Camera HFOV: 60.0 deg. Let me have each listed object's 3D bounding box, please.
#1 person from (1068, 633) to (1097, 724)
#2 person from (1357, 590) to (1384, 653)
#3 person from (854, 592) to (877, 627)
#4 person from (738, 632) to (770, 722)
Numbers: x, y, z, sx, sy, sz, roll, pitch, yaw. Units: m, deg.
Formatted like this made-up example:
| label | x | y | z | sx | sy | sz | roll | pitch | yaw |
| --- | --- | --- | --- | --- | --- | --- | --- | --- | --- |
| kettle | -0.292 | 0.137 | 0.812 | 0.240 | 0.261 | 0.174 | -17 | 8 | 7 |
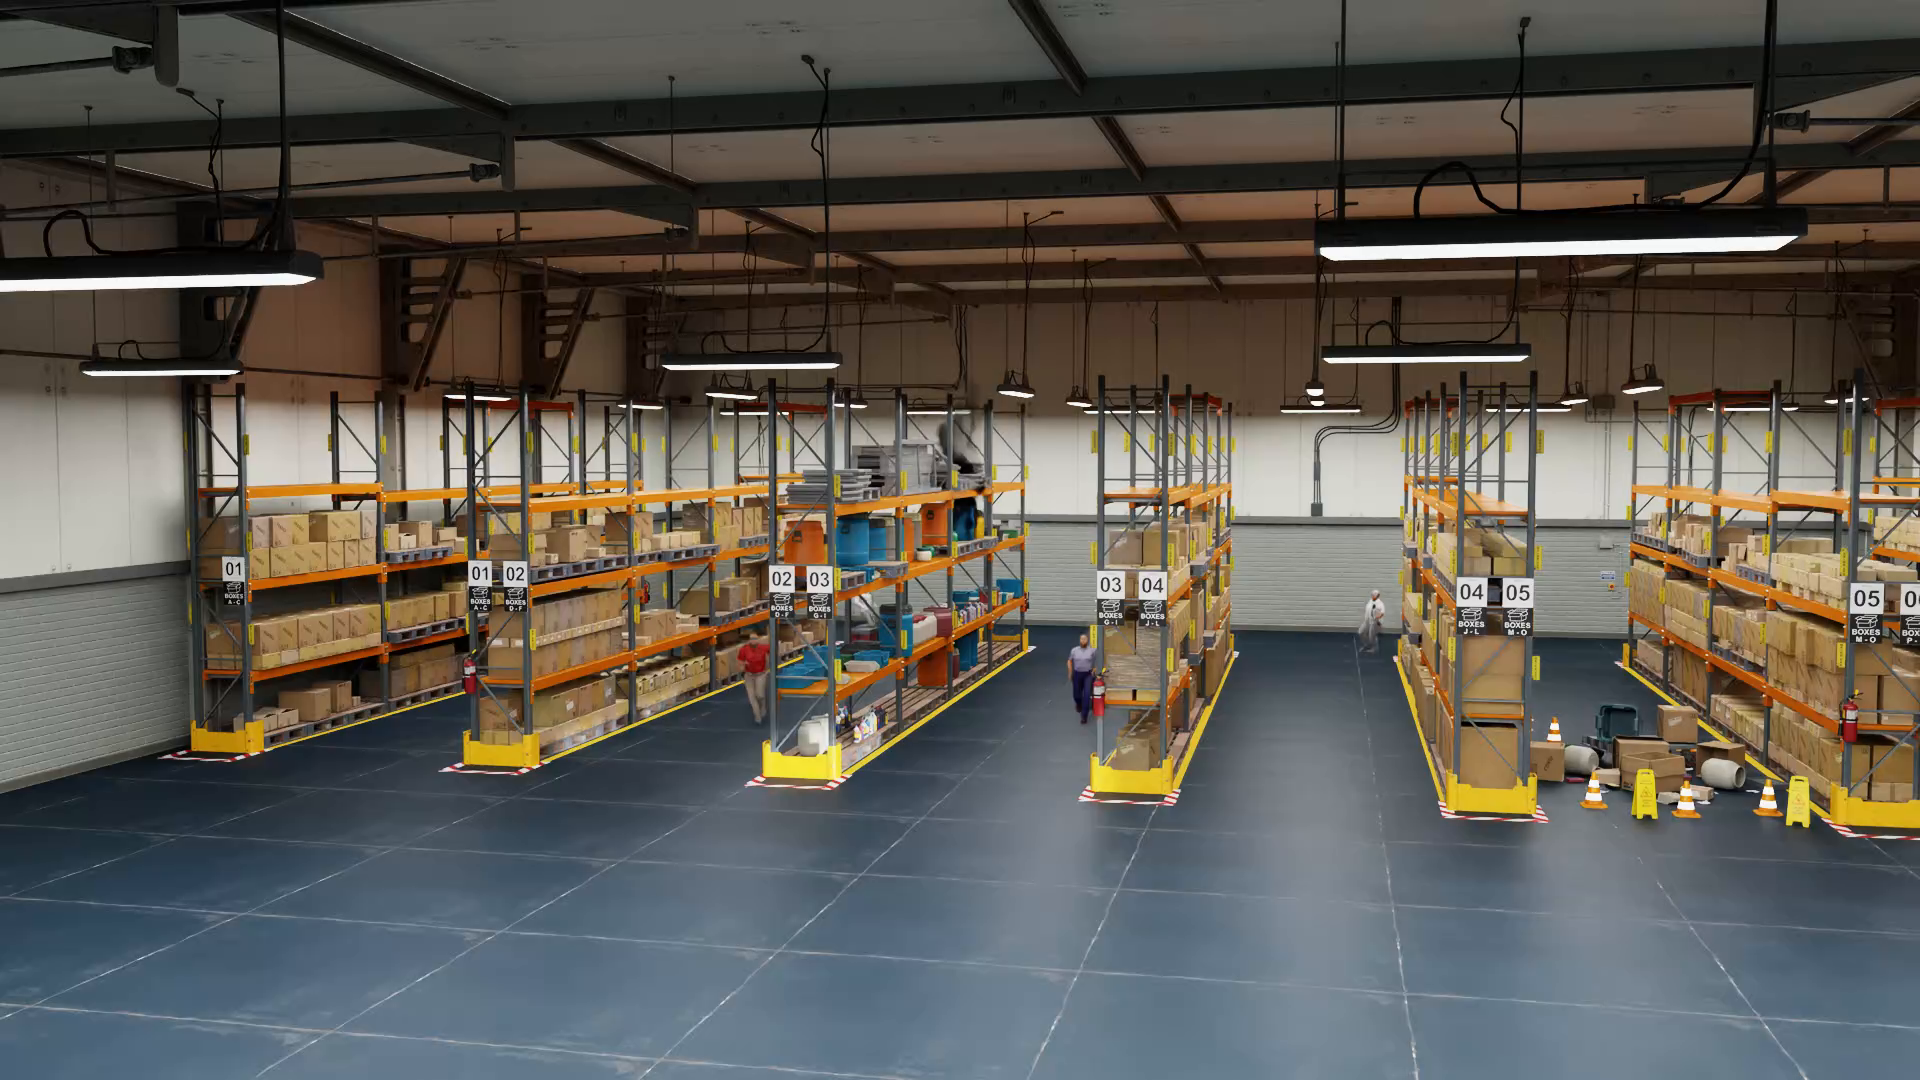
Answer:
| label | x | y | z | sx | sy | sz | roll | pitch | yaw |
| --- | --- | --- | --- | --- | --- | --- | --- | --- | --- |
| person | 2.252 | 2.492 | 30.142 | 0.614 | 1.609 | 0.575 | 1 | 3 | 9 |
| person | 9.845 | 1.948 | 39.663 | 0.625 | 1.574 | 0.792 | -1 | 3 | -21 |
| person | -2.414 | 1.780 | 42.386 | 0.525 | 1.621 | 0.625 | 2 | 4 | 27 |
| person | -3.640 | 2.466 | 29.700 | 0.653 | 1.651 | 0.786 | 0 | 3 | 5 |
